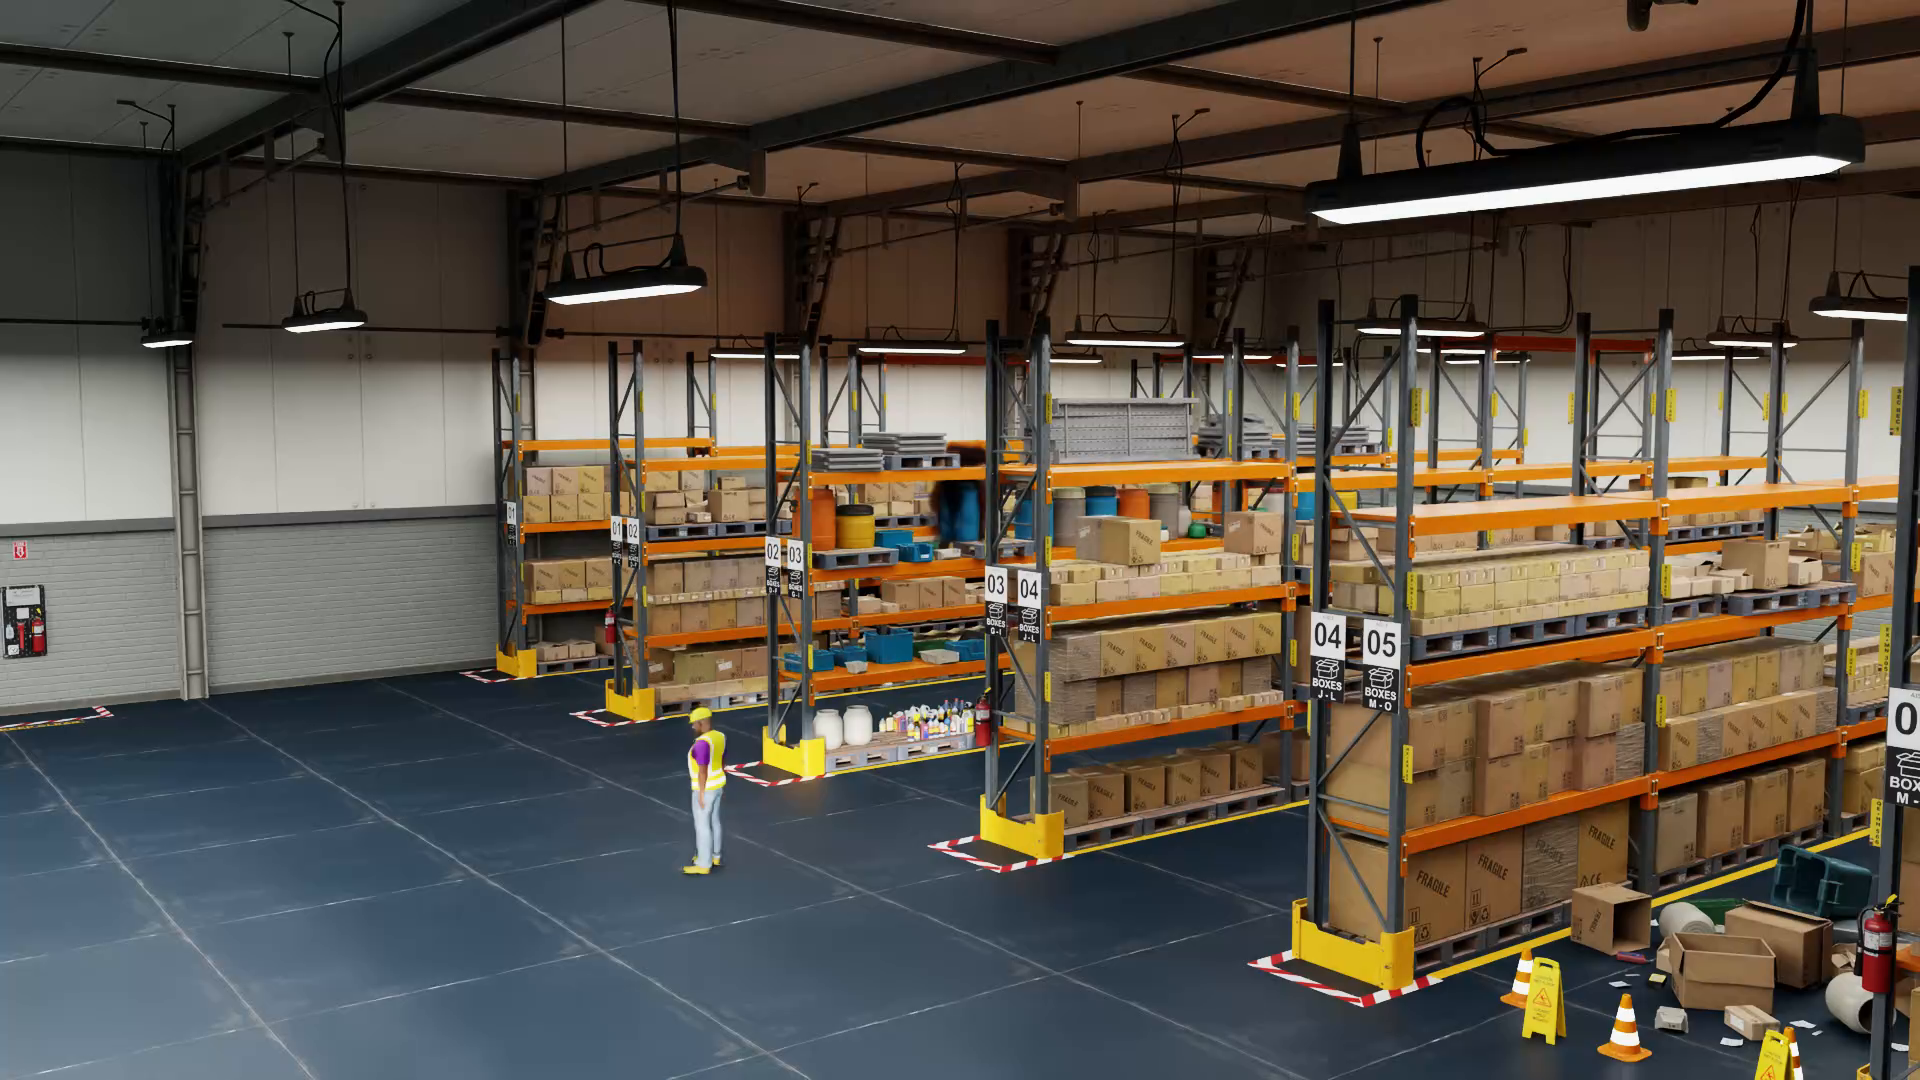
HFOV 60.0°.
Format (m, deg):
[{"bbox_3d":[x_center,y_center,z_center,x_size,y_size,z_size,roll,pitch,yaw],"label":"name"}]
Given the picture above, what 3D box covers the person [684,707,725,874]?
[{"bbox_3d":[-2.781,2.691,18.096,0.435,1.763,0.646,2,5,18],"label":"person"}]
